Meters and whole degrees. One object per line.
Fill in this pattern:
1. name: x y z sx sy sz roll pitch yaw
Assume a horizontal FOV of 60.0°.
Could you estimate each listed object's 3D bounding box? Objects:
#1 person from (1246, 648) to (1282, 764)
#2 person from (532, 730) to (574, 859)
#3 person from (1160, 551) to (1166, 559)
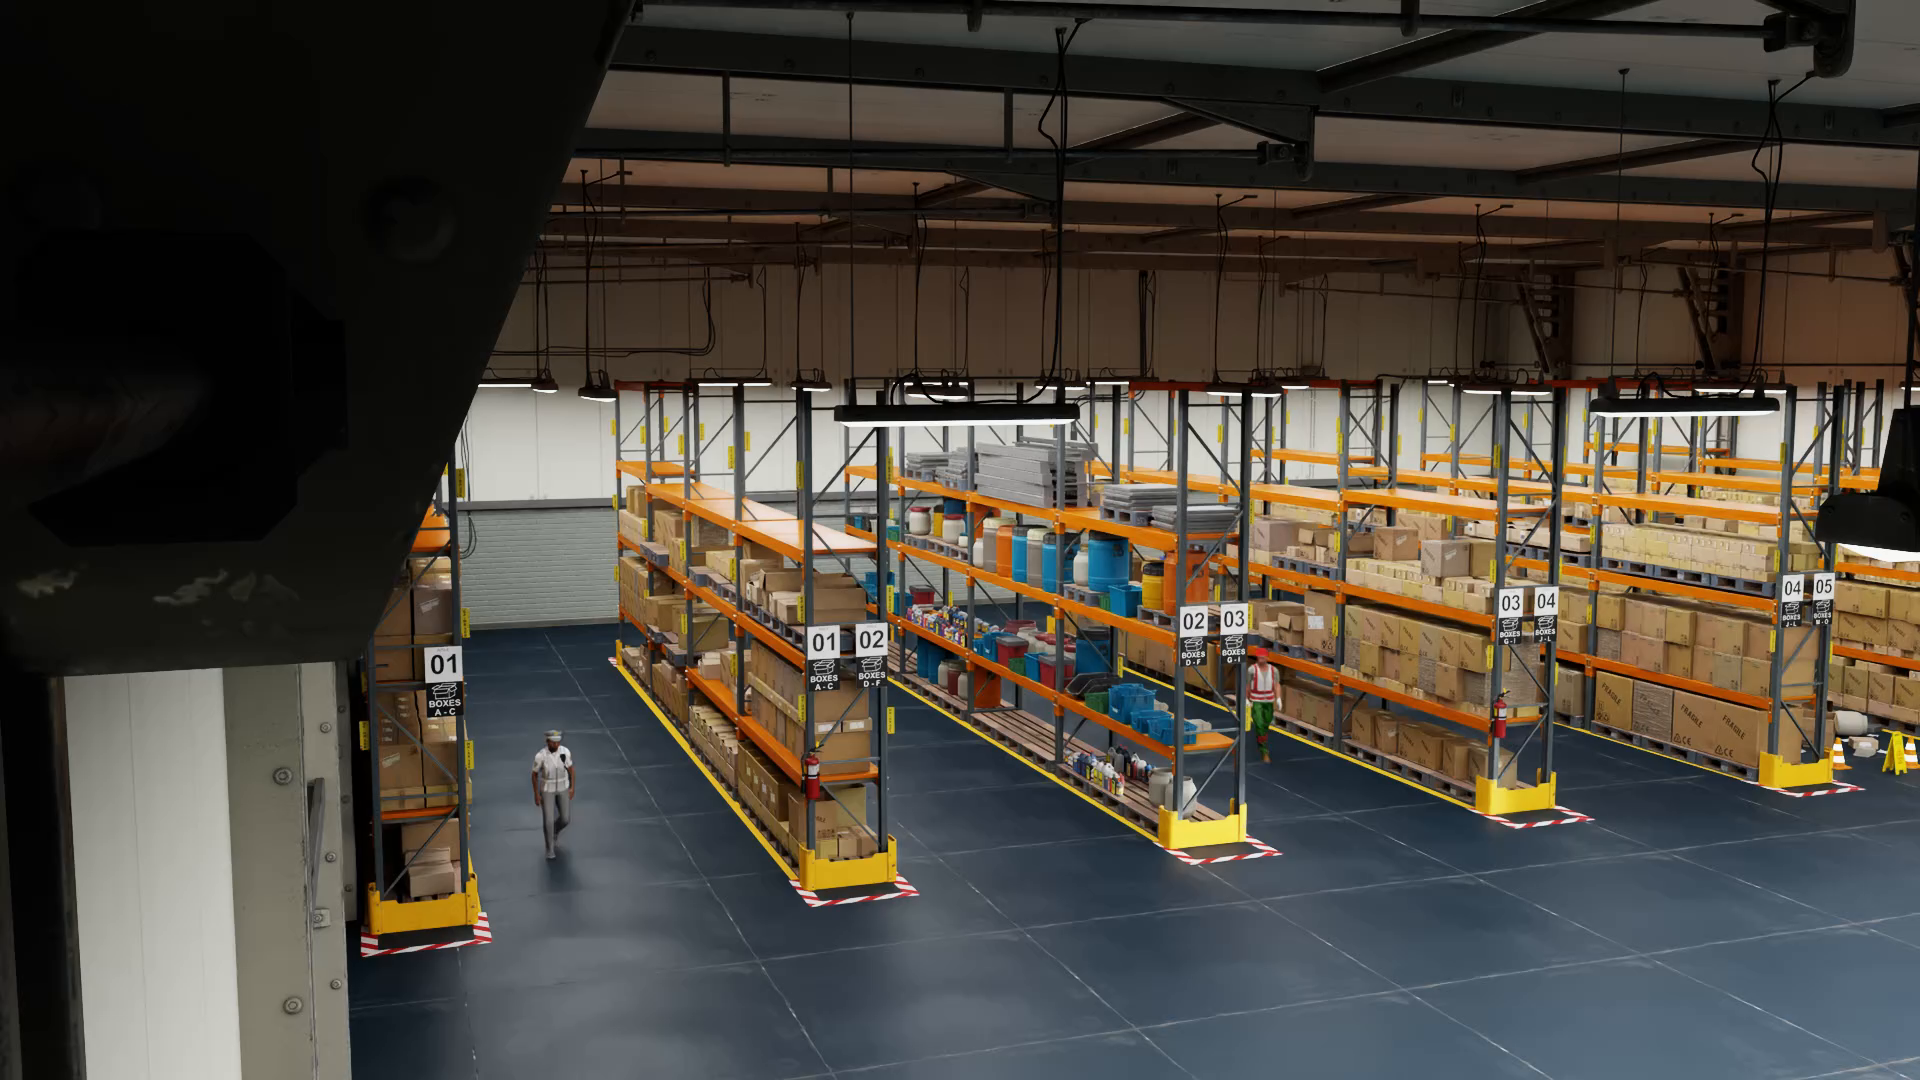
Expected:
1. person: 4.881 2.636 26.730 0.564 1.818 0.759 -1 6 -8
2. person: -5.273 3.247 21.542 0.535 1.658 0.517 -3 7 -25
3. person: 5.352 0.976 42.962 0.520 1.588 1.056 -1 6 -9
